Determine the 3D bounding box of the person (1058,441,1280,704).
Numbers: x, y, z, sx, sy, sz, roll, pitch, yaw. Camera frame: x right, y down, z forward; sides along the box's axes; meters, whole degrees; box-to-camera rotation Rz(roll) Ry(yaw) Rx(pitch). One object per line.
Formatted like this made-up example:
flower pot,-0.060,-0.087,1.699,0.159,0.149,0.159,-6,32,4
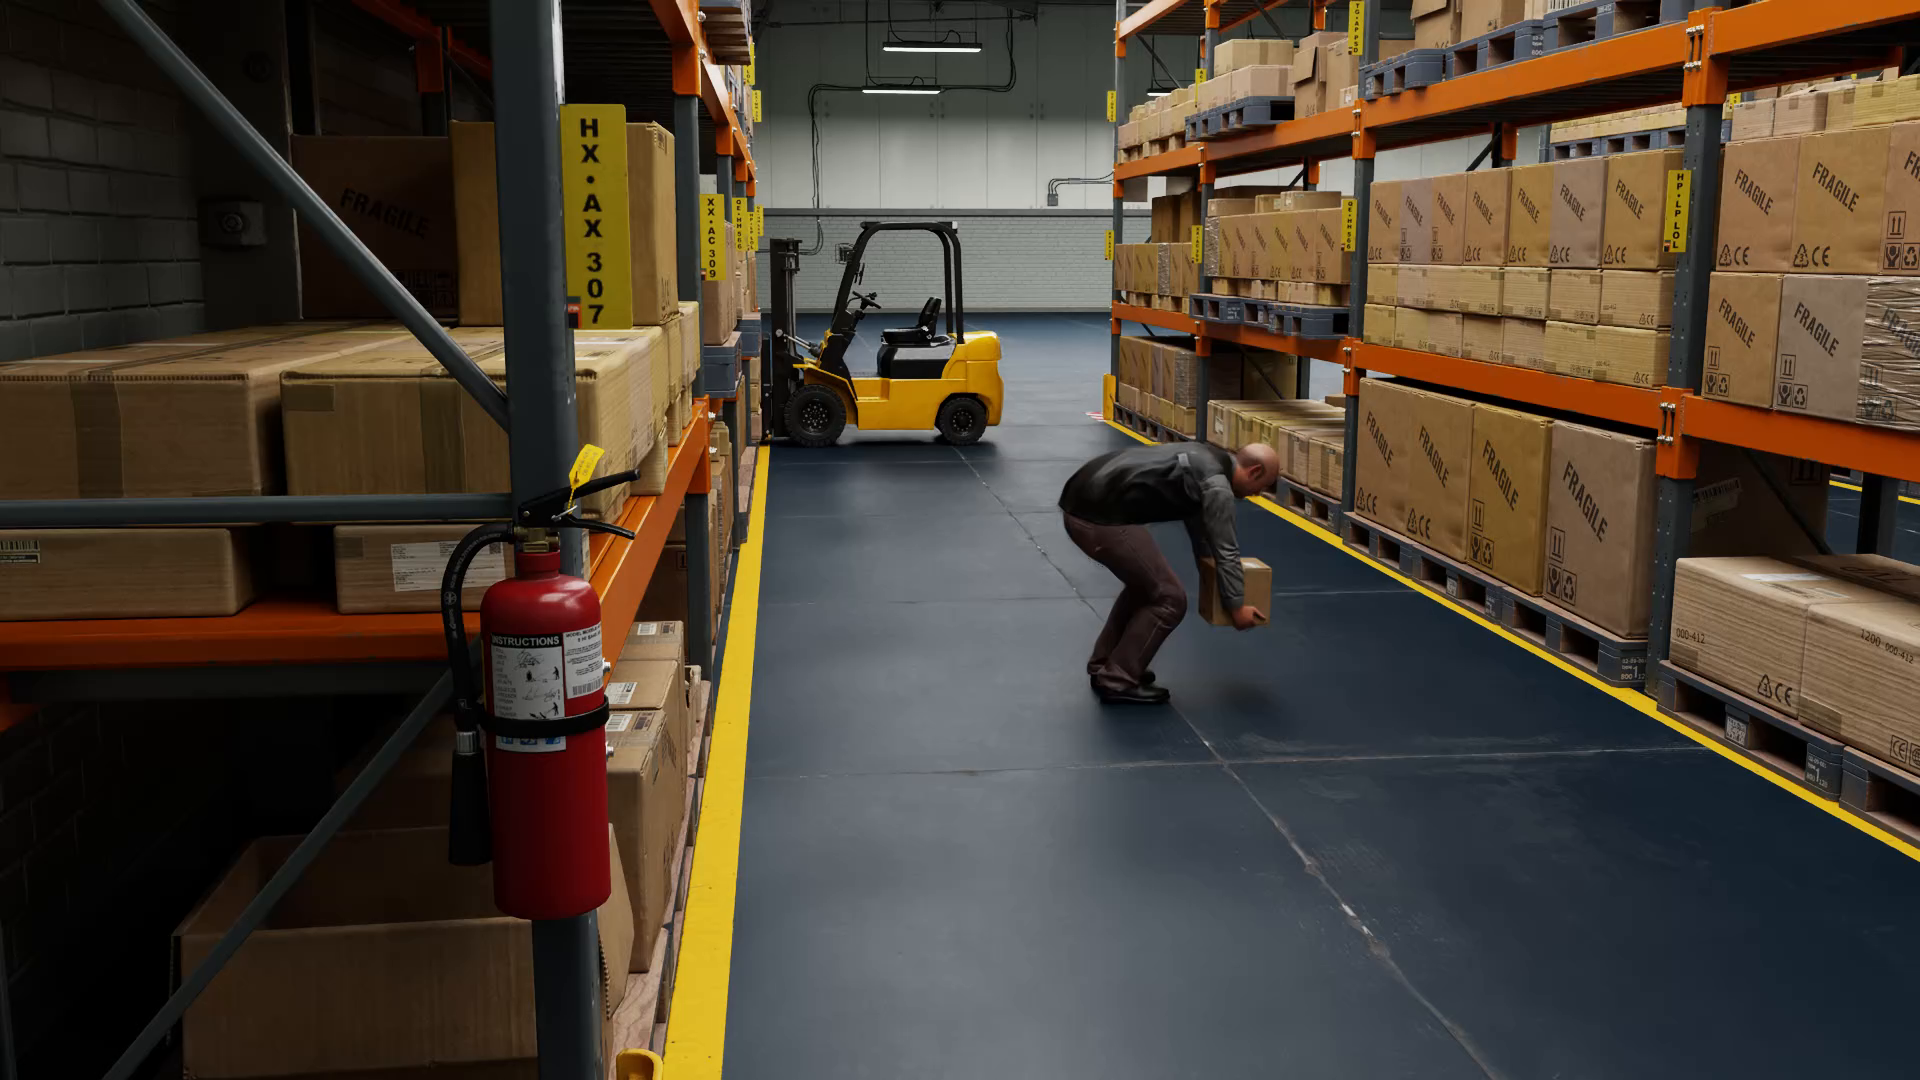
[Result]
person,0.900,0.120,7.115,0.948,1.093,0.499,-2,10,-9
